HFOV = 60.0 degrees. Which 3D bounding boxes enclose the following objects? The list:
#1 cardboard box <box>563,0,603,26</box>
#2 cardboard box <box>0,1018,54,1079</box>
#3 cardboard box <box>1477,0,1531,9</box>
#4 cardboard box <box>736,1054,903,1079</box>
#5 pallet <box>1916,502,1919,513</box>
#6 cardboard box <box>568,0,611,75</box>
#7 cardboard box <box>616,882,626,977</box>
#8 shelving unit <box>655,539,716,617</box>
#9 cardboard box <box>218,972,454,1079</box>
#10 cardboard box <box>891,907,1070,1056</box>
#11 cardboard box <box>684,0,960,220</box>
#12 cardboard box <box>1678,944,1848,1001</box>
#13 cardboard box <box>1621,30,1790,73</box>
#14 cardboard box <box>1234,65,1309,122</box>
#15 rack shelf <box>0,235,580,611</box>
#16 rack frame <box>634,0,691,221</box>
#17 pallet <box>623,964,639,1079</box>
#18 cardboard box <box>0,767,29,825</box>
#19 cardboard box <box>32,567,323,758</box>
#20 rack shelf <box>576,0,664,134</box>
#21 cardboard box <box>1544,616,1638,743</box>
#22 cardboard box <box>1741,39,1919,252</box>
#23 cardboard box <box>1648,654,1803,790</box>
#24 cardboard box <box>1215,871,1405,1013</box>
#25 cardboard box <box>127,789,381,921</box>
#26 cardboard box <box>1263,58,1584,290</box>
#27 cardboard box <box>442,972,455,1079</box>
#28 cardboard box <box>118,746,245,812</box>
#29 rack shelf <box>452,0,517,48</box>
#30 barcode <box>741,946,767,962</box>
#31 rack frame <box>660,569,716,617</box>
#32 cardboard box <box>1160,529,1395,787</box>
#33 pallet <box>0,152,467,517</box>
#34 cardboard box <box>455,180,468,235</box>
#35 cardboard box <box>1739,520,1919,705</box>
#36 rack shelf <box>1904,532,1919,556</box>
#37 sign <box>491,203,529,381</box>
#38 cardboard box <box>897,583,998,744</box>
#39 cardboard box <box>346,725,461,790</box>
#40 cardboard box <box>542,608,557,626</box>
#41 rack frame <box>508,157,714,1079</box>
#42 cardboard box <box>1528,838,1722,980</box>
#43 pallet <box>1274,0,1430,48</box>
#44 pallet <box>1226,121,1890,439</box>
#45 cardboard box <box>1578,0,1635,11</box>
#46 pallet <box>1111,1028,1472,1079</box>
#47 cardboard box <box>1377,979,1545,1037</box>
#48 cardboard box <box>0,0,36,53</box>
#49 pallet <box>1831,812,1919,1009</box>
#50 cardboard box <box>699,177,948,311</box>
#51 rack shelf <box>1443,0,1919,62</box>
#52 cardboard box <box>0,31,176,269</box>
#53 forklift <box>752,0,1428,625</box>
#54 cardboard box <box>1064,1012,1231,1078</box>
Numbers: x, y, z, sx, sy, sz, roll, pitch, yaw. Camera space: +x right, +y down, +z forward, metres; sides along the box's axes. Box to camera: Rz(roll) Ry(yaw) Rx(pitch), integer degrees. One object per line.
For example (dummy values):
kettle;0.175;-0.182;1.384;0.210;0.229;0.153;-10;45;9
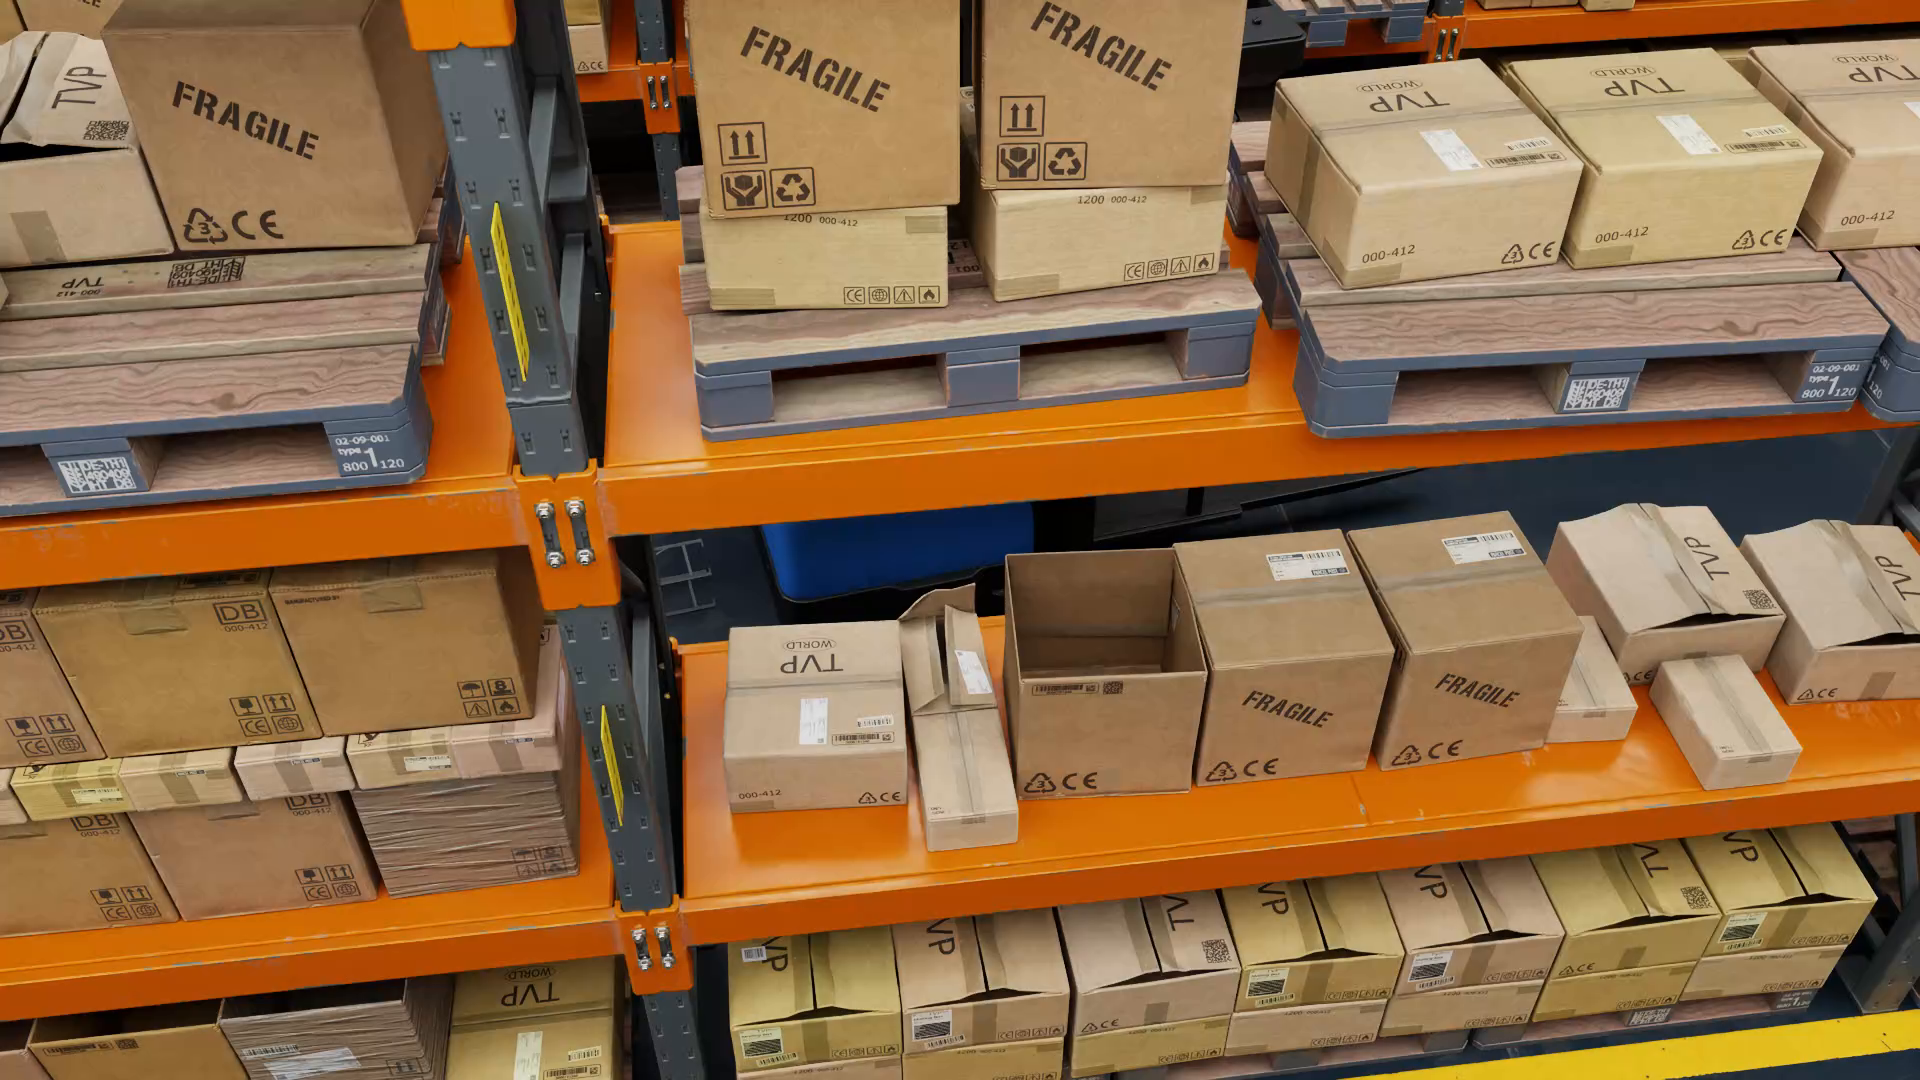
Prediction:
cardboard box;-1.969;-2.756;7.818;0.500;0.500;0.500;-5;42;-6
cardboard box;-2.812;1.424;4.826;0.500;0.500;0.500;-5;42;-6
cardboard box;2.783;-2.908;8.622;0.250;0.149;0.380;-6;42;-6
cardboard box;-0.462;1.512;5.288;0.500;0.250;0.500;-6;42;-7
pallet;3.735;0.136;5.218;1.003;0.211;1.213;-5;42;-6
cardboard box;-1.970;-2.481;8.074;0.500;0.250;0.500;-5;42;-5
cardboard box;-1.393;1.222;5.611;0.500;0.250;0.500;-5;42;-6
shelving unit;-1.656;0.258;7.034;1.200;0.189;0.258;-12;43;-13
cardboard box;-1.823;1.325;4.936;0.500;0.500;0.500;-5;42;-6
cardboard box;0.045;1.264;5.145;0.500;0.311;0.500;-5;42;-6
cardboard box;-0.277;-1.002;3.336;0.500;0.500;0.500;-5;42;-5
cardboard box;2.582;1.243;5.587;0.500;0.250;0.500;-4;42;-5
cardboard box;4.042;-2.526;9.317;0.750;0.750;0.750;-5;42;-6
cardboard box;1.719;-2.257;9.266;0.500;0.500;0.700;-4;42;-5
rack shelf;-2.877;-0.155;3.695;4.000;0.370;1.077;-5;42;-6
rack frame;-1.540;-2.772;8.299;0.127;3.000;1.000;-5;42;-6
pallet;-1.688;1.594;5.540;1.213;0.211;1.003;-5;42;-6
cardboard box;-2.395;0.515;4.096;0.250;0.149;0.380;-4;42;-4
cardboard box;-1.834;0.086;4.087;0.500;0.500;0.700;-5;42;-6
rack shelf;-3.523;-2.331;8.347;4.000;0.370;1.077;-5;42;-6
cardboard box;1.815;0.412;4.957;0.250;0.149;0.380;-2;42;-2
cardboard box;2.112;-0.910;3.793;0.500;0.250;0.500;-4;42;-4
cardboard box;2.216;0.525;4.831;0.250;0.149;0.380;-5;42;-6
cardboard box;1.072;1.170;5.250;0.500;0.311;0.500;-4;42;-4
cardboard box;-1.855;0.573;4.515;0.500;0.500;0.700;-5;42;-6
cardboard box;1.010;-0.822;3.696;0.500;0.250;0.500;-8;43;-9
cardboard box;-1.823;1.605;5.186;0.500;0.250;0.500;-5;42;-6
cardboard box;-1.901;0.474;4.142;0.250;0.149;0.380;-5;42;-6
rack shelf;1.089;-1.468;3.210;4.000;0.370;1.077;-5;42;-6
barcode;-0.587;1.180;4.738;0.075;0.075;0.001;-5;42;-6
rack frame;-1.656;0.326;7.096;1.200;0.006;0.240;-12;43;-13
cardboard box;0.889;0.335;4.779;0.500;0.500;0.500;-5;42;-5
pallet;-1.736;-0.472;3.576;1.213;0.211;1.003;-5;42;-6
cardboard box;-2.564;-1.890;8.859;0.500;0.500;0.500;-8;43;-9
cardboard box;2.706;0.206;5.064;0.500;0.311;0.500;-3;42;-3
rack shelf;5.055;0.264;5.470;4.000;0.370;1.077;-5;42;-6
sign;-0.821;-0.449;3.039;0.005;0.325;0.100;-5;42;-6
cardboard box;-0.046;0.369;4.917;0.258;0.266;0.396;-6;42;-7
cardboard box;-1.381;0.426;4.195;0.250;0.149;0.380;-6;42;-6
cardboard box;-1.186;0.134;4.518;0.250;0.149;0.380;-5;42;-6
rack frame;-0.894;0.518;4.652;0.127;3.000;1.000;-5;42;-6
cardboard box;2.070;1.086;5.343;0.500;0.311;0.500;-6;42;-6
pallet;1.733;-2.915;8.601;1.003;0.211;1.213;-5;42;-6
pallet;1.302;-0.656;3.854;1.213;0.211;1.003;-3;42;-4
cardboard box;3.308;-2.891;8.604;0.250;0.149;0.380;-4;42;-4
pallet;1.044;1.355;5.805;1.213;0.211;1.003;-5;42;-6
cardboard box;1.572;1.332;5.488;0.500;0.250;0.500;-4;42;-5
cardboard box;-4.503;-2.533;7.571;0.500;0.500;0.500;-5;42;-5
pallet;3.817;1.166;6.015;1.213;0.211;1.003;-5;42;-6
cardboard box;-0.282;-0.744;3.609;0.500;0.250;0.500;-1;42;-1
rack shelf;4.409;-3.026;9.117;4.000;0.370;1.077;-5;42;-6
cardboard box;-1.963;-0.856;3.583;0.500;0.311;0.500;-7;43;-8
forklift;0.600;-1.203;6.611;3.031;2.935;1.130;-11;43;-12
cardboard box;0.558;1.422;5.389;0.500;0.250;0.500;-6;42;-7
